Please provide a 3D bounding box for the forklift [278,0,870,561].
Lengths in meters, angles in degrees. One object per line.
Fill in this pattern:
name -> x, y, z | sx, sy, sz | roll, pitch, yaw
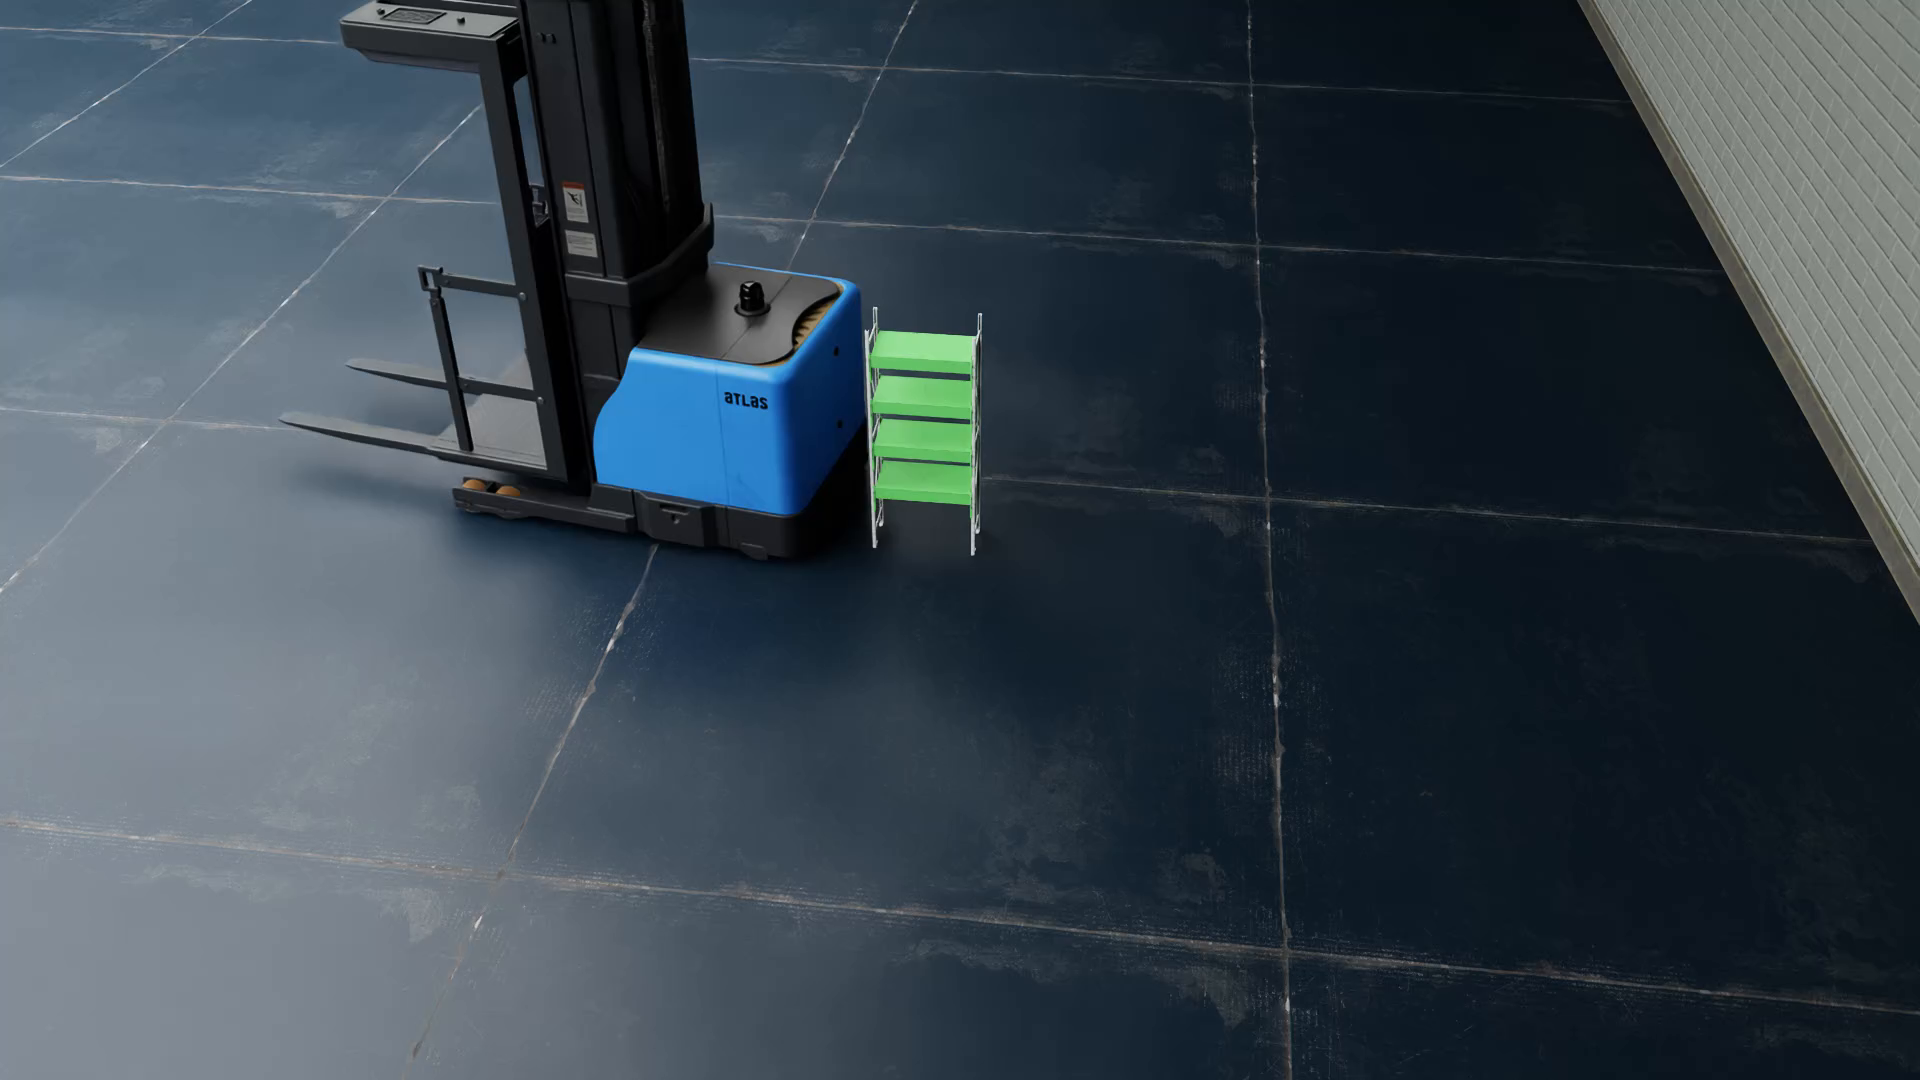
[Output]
forklift -> -2.051, -1.579, 7.939 | 3.031, 2.935, 1.130 | 10, 37, 14

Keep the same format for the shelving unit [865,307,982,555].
shelving unit -> -0.164, -0.501, 7.919 | 0.503, 1.200, 0.258 | 4, 36, 6

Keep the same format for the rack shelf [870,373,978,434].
rack shelf -> -0.164, -0.644, 7.816 | 0.480, 0.148, 0.258 | 4, 36, 6

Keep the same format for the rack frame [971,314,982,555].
rack frame -> 0.078, -0.483, 7.893 | 0.015, 1.200, 0.240 | 4, 36, 6

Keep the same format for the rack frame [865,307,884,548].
rack frame -> -0.406, -0.519, 7.944 | 0.015, 1.200, 0.240 | 4, 36, 6

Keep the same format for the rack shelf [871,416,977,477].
rack shelf -> -0.164, -0.449, 7.956 | 0.480, 0.148, 0.258 | 4, 36, 6

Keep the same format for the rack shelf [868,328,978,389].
rack shelf -> -0.164, -0.839, 7.677 | 0.480, 0.148, 0.258 | 4, 36, 6

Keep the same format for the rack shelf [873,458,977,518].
rack shelf -> -0.164, -0.253, 8.095 | 0.480, 0.148, 0.258 | 4, 36, 6
